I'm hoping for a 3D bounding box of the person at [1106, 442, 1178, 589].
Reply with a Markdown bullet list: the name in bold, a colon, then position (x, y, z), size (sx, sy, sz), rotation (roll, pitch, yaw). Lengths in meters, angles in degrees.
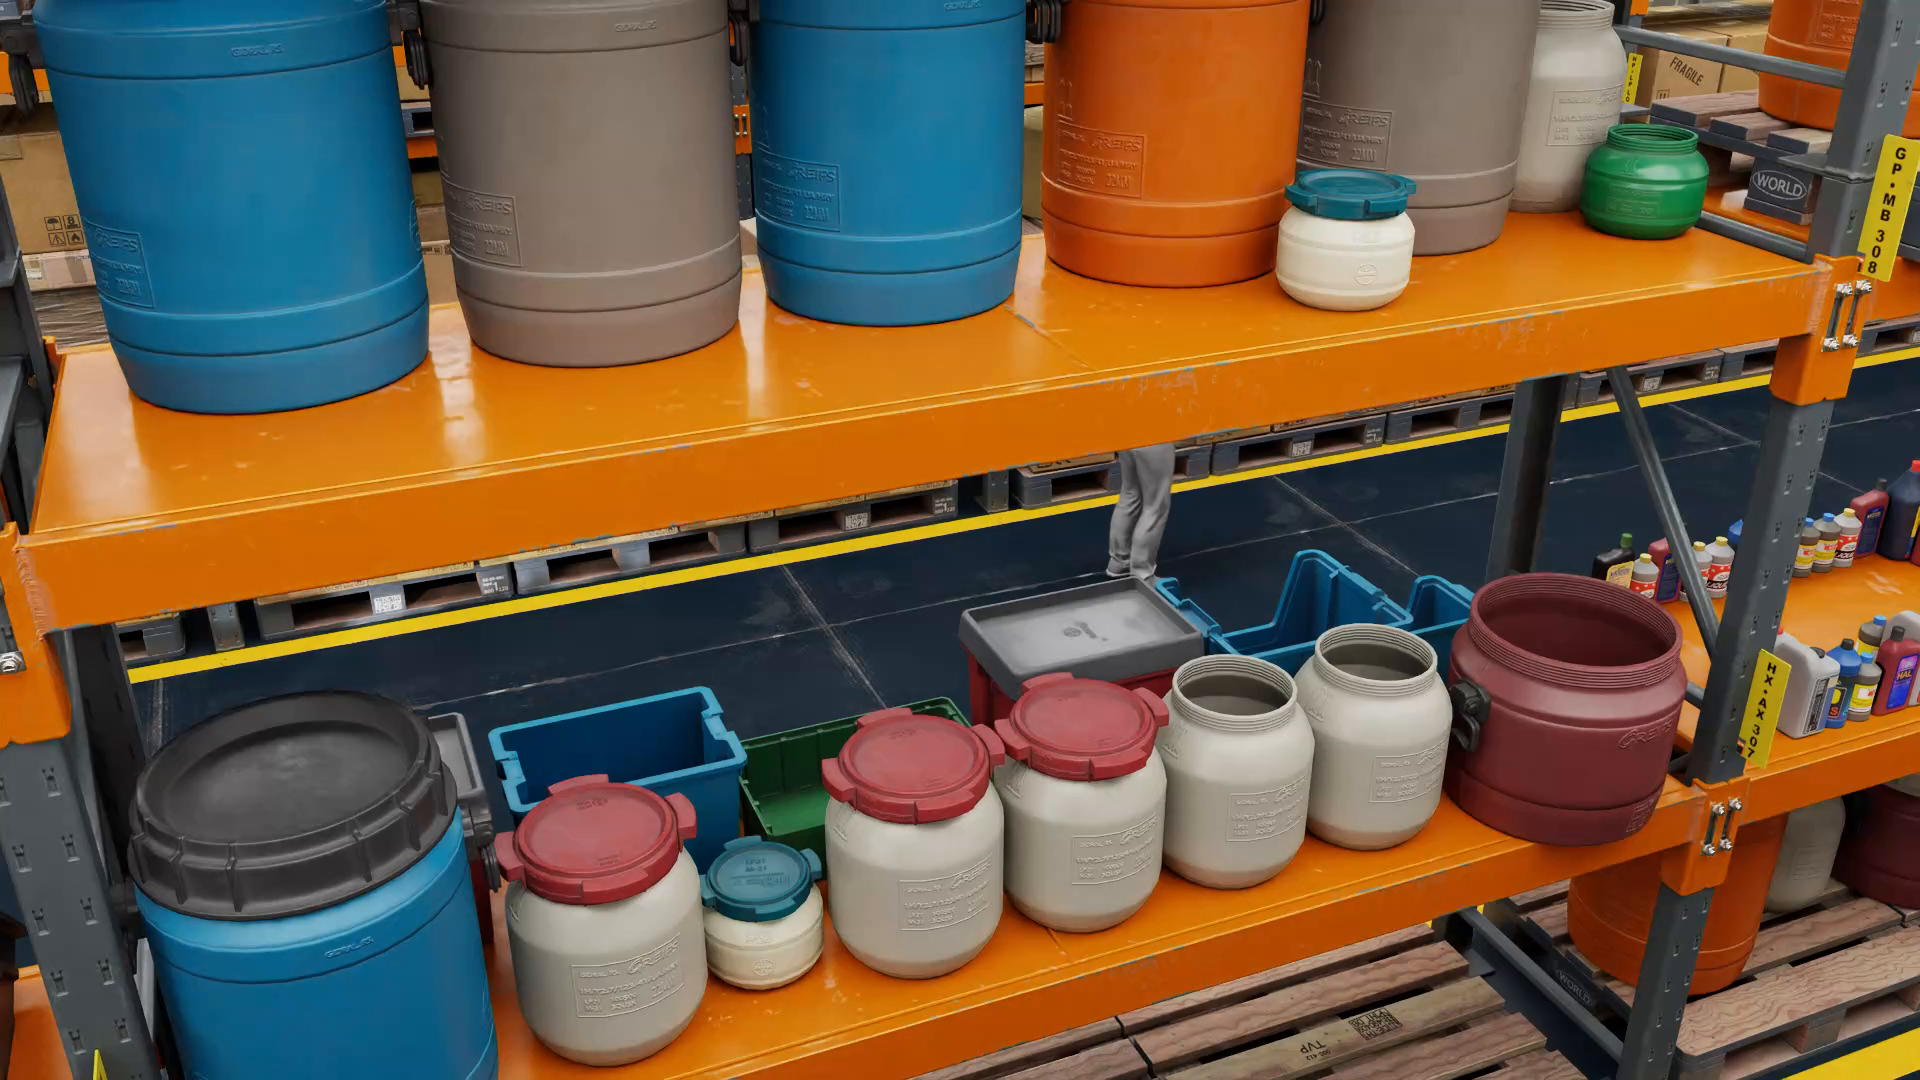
- **person**: position (0.973, -0.546, 8.202), size (0.549, 1.686, 0.459), rotation (-10, 28, -19)
